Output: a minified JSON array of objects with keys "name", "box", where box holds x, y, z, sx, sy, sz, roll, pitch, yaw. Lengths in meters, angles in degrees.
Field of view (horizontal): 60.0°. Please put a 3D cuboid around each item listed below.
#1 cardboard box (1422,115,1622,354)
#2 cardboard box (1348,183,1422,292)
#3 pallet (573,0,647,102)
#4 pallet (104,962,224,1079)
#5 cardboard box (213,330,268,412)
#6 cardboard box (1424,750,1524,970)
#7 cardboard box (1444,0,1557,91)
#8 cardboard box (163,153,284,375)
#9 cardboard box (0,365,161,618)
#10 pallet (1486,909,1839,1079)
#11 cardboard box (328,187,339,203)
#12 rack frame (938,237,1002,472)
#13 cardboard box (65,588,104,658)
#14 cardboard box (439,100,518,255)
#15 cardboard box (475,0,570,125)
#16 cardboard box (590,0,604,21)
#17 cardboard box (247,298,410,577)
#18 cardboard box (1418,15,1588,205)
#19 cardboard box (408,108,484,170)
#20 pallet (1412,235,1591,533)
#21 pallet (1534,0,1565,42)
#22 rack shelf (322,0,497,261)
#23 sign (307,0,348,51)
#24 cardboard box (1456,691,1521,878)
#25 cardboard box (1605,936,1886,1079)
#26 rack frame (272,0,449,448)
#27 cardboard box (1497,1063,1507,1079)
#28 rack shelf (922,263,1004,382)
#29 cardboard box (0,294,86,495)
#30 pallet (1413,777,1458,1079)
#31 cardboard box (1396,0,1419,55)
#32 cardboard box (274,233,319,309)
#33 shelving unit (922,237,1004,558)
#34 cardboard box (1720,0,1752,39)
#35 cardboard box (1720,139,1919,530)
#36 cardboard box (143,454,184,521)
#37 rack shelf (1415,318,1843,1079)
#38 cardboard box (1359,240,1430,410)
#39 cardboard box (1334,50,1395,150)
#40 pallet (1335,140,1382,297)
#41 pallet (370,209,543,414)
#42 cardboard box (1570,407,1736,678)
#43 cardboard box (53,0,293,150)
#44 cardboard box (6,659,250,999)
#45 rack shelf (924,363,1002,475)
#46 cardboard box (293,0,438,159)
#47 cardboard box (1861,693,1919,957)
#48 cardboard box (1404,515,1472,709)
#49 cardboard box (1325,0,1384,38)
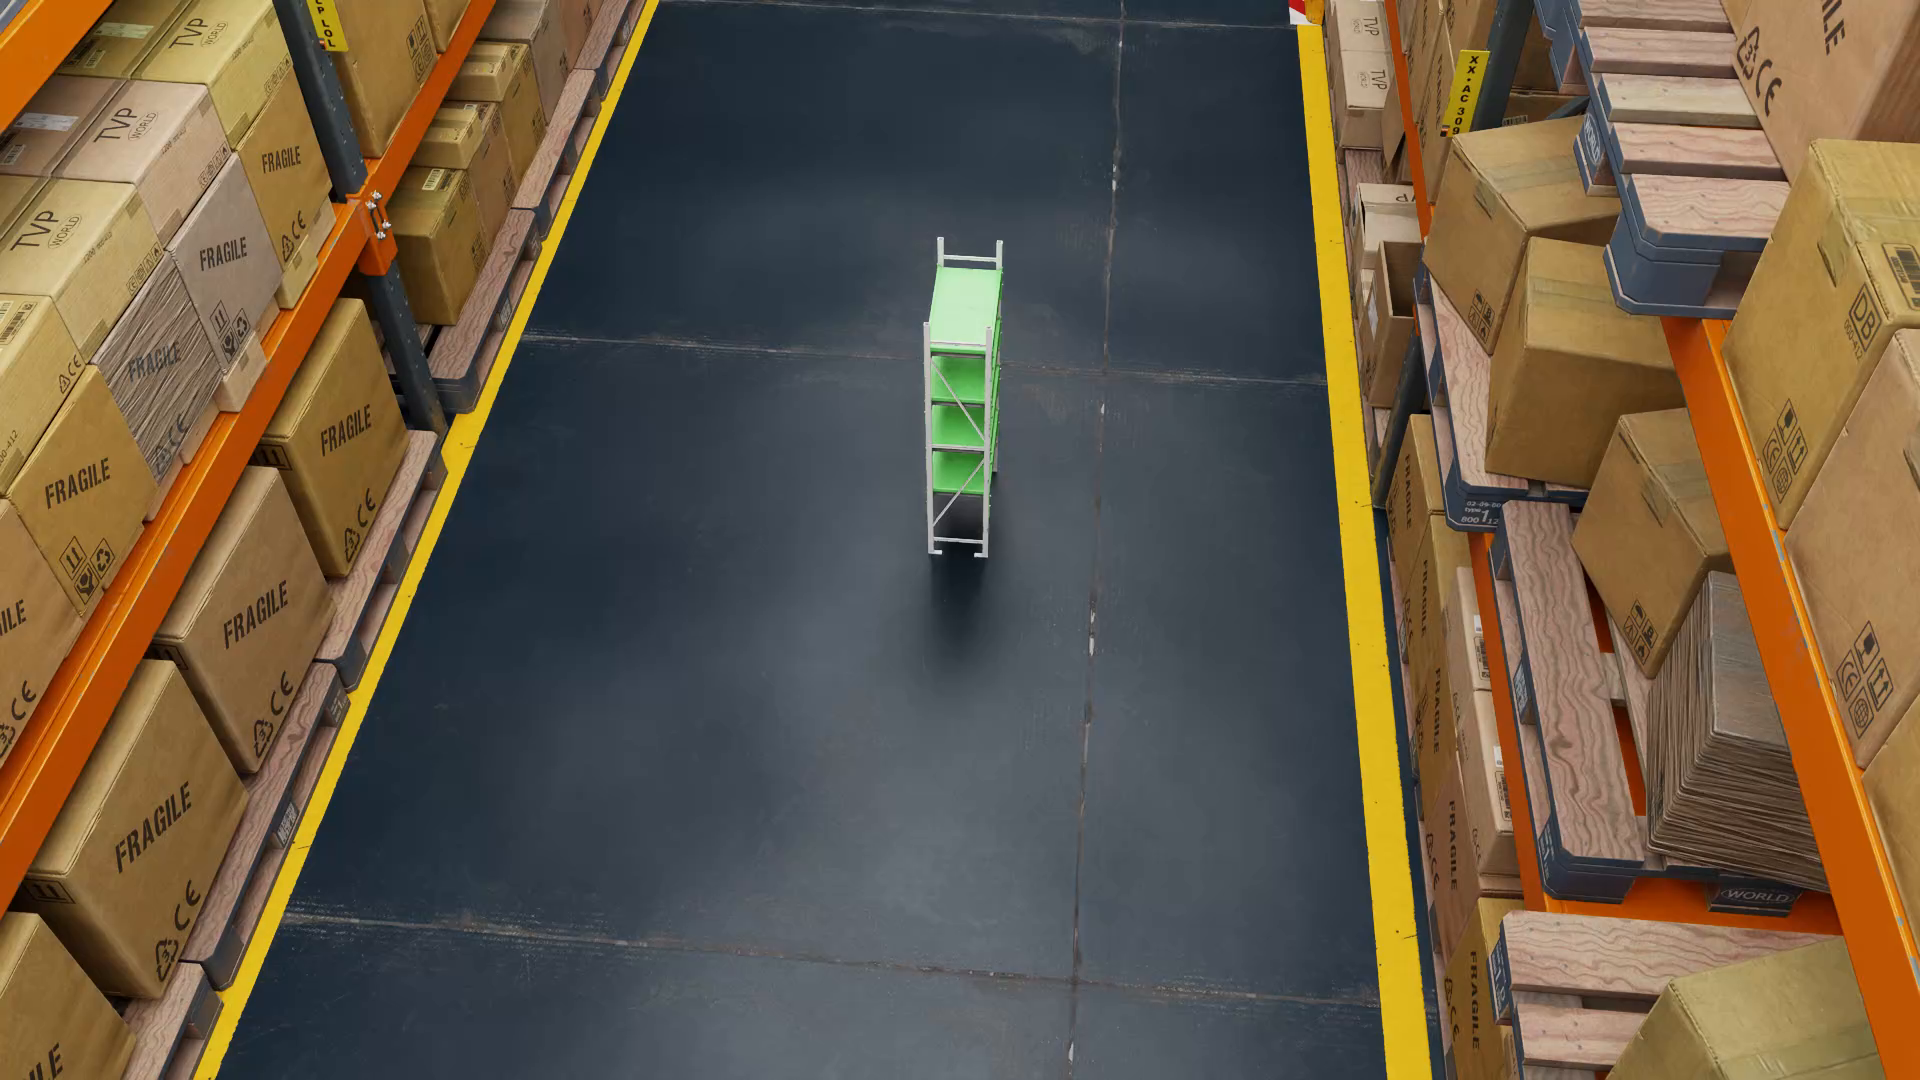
[{"name":"cardboard box","box":[1.947,-0.992,5.299,0.700,0.500,0.500,-11,48,-10]},{"name":"cardboard box","box":[2.051,-1.380,7.529,0.500,0.311,0.500,4,48,4]},{"name":"pallet","box":[-2.351,-2.886,9.272,1.003,0.211,1.213,4,48,4]},{"name":"pallet","box":[-2.938,1.826,4.963,1.003,0.211,1.213,4,48,4]},{"name":"cardboard box","box":[-2.503,-0.562,5.414,0.380,0.149,0.250,4,48,4]},{"name":"cardboard box","box":[1.789,1.015,5.211,0.500,0.500,0.500,2,48,2]},{"name":"cardboard box","box":[2.001,-1.910,5.745,0.500,0.500,0.500,4,48,4]},{"name":"cardboard box","box":[-2.548,-0.890,5.274,0.500,0.500,0.500,4,48,4]},{"name":"cardboard box","box":[-2.643,-0.154,4.601,0.500,0.500,0.500,5,48,5]},{"name":"pallet","box":[1.840,1.351,3.637,1.213,0.211,1.003,4,48,4]},{"name":"cardboard box","box":[-2.761,-1.447,7.036,0.380,0.149,0.250,4,48,3]},{"name":"rack frame","box":[0.037,-0.706,6.608,0.240,1.200,0.015,4,48,4]},{"name":"cardboard box","box":[-2.695,0.183,4.733,0.380,0.149,0.250,4,48,4]},{"name":"cardboard box","box":[-2.501,-1.690,7.698,0.700,0.500,0.500,3,48,3]},{"name":"cardboard box","box":[-2.411,-2.459,8.402,0.700,0.500,0.500,2,48,2]},{"name":"cardboard box","box":[-2.320,-3.197,9.076,0.700,0.500,0.500,4,48,4]},{"name":"cardboard box","box":[-2.650,-0.410,6.291,0.750,0.750,0.750,4,48,4]},{"name":"cardboard box","box":[2.003,-1.568,6.110,0.500,0.500,0.500,5,48,4]},{"name":"cardboard box","box":[-2.337,-1.779,7.341,0.380,0.149,0.250,5,48,5]},{"name":"pallet","box":[2.031,-0.505,5.335,1.003,0.211,1.213,4,48,4]},{"name":"pallet","box":[2.084,-1.624,4.324,1.213,0.211,1.003,4,48,4]},{"name":"rack shelf","box":[-2.538,-2.707,7.707,1.077,0.370,4.000,4,48,4]},{"name":"sign","box":[-2.179,-1.815,5.672,0.100,0.325,0.005,4,48,4]},{"name":"cardboard box","box":[1.790,0.735,4.959,0.500,0.250,0.500,3,48,3]},{"name":"cardboard box","box":[1.794,1.143,3.345,0.700,0.500,0.500,-11,48,-10]},{"name":"rack frame","box":[-2.720,-1.480,6.097,1.000,3.000,0.127,4,48,4]},{"name":"cardboard box","box":[1.700,1.781,4.510,0.500,0.500,0.500,6,48,5]},{"name":"rack shelf","box":[0.015,-0.807,6.137,0.258,0.148,0.480,4,48,4]},{"name":"cardboard box","box":[-2.657,-0.390,4.308,0.500,0.250,0.500,3,48,3]},{"name":"pallet","box":[2.068,1.290,5.453,1.003,0.211,1.213,4,48,4]},{"name":"cardboard box","box":[2.093,-2.325,6.802,0.500,0.500,0.500,5,48,4]},{"name":"cardboard box","box":[-2.469,-0.948,5.767,0.380,0.149,0.250,5,48,4]},{"name":"shelving unit","box":[0.015,-0.527,6.444,0.258,1.200,0.503,4,48,4]},{"name":"cardboard box","box":[2.055,-1.514,3.675,0.600,0.600,0.600,3,48,3]},{"name":"cardboard box","box":[1.949,-0.337,2.950,0.910,0.500,0.500,4,48,4]},{"name":"cardboard box","box":[-2.629,-0.204,5.087,0.380,0.149,0.250,3,48,2]},{"name":"rack shelf","box":[2.031,0.562,4.716,1.077,0.370,4.000,4,48,4]},{"name":"cardboard box","box":[1.982,-0.893,6.955,0.500,0.500,0.500,4,48,4]},{"name":"cardboard box","box":[2.154,-2.195,8.316,0.500,0.250,0.500,4,48,4]},{"name":"pallet","box":[2.385,-1.612,8.108,1.003,0.211,1.213,4,48,4]},{"name":"pallet","box":[-2.573,-1.093,7.632,1.003,0.211,1.213,4,48,4]},{"name":"cardboard box","box":[2.113,-0.023,4.412,0.700,0.500,0.500,-7,48,-6]},{"name":"cardboard box","box":[-2.508,-1.514,5.337,0.500,0.250,0.500,5,48,4]},{"name":"cardboard box","box":[-2.801,0.868,5.122,0.750,0.750,0.750,4,48,3]},{"name":"rack shelf","box":[0.015,-0.483,6.492,0.258,0.148,0.480,4,48,4]},{"name":"cardboard box","box":[-2.655,-1.979,6.350,0.980,0.700,0.700,5,48,4]},{"name":"cardboard box","box":[1.855,0.420,2.258,0.910,0.500,0.500,4,48,4]},{"name":"cardboard box","box":[1.889,0.277,5.886,0.500,0.500,0.500,4,48,4]},{"name":"cardboard box","box":[2.174,-2.813,8.938,0.380,0.166,0.250,4,48,4]}]
